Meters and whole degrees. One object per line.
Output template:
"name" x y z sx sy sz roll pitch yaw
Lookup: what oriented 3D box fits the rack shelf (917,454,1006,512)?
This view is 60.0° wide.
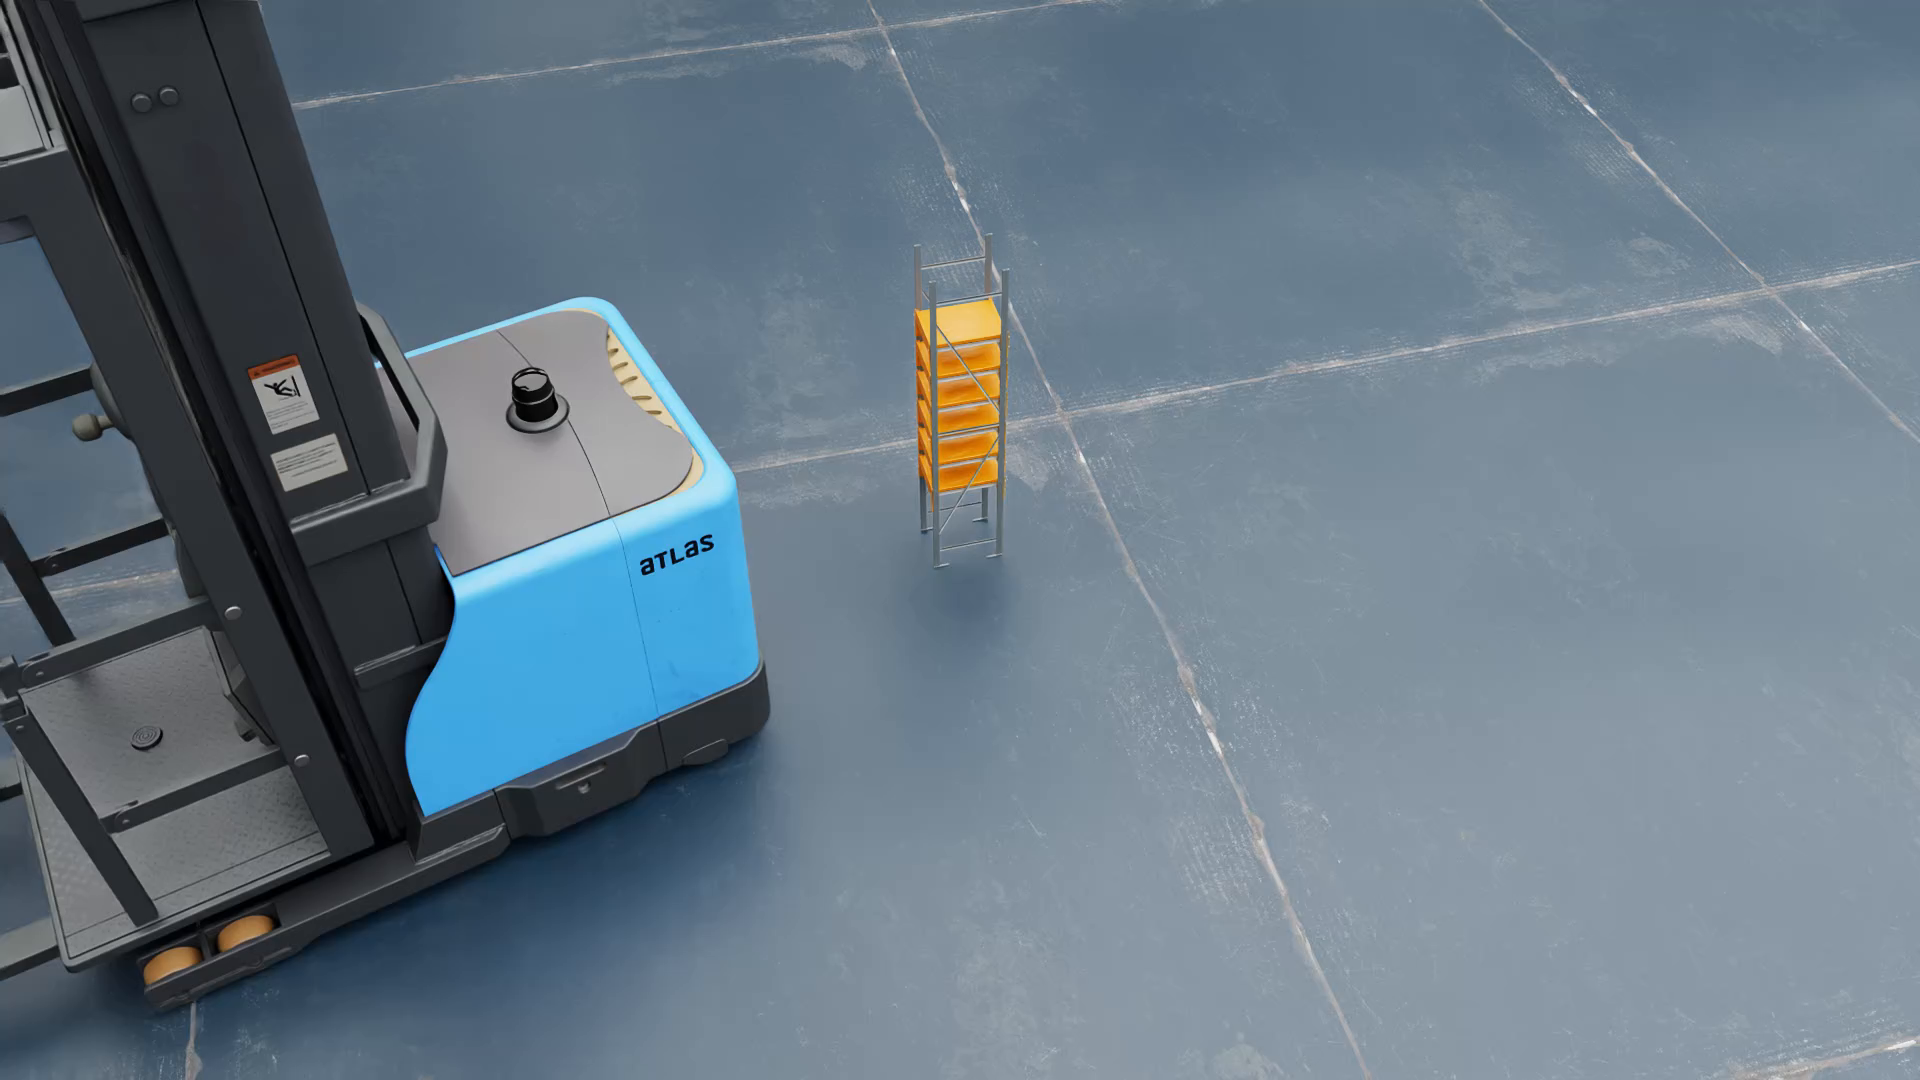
"rack shelf" 0.004 -0.211 5.515 0.258 0.103 0.180 -11 47 -10

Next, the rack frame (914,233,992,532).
"rack frame" -0.020 -0.473 5.374 0.240 1.200 0.006 -11 47 -10

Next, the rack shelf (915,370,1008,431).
"rack shelf" 0.004 -0.463 5.258 0.258 0.103 0.180 -11 47 -10

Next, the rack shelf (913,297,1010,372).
"rack shelf" 0.004 -0.631 5.086 0.258 0.103 0.180 -11 47 -10

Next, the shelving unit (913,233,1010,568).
"shelving unit" 0.004 -0.410 5.312 0.258 1.200 0.189 -11 47 -10

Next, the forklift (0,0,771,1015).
"forklift" -2.119 -0.200 3.893 3.031 2.935 1.130 -23 50 -21

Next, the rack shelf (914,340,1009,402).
"rack shelf" 0.004 -0.547 5.172 0.258 0.103 0.180 -11 47 -10

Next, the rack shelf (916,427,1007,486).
"rack shelf" 0.004 -0.295 5.429 0.258 0.103 0.180 -11 47 -10

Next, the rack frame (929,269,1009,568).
"rack frame" 0.027 -0.347 5.250 0.240 1.200 0.006 -11 47 -10

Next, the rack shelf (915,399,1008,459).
"rack shelf" 0.004 -0.379 5.343 0.258 0.103 0.180 -11 47 -10
